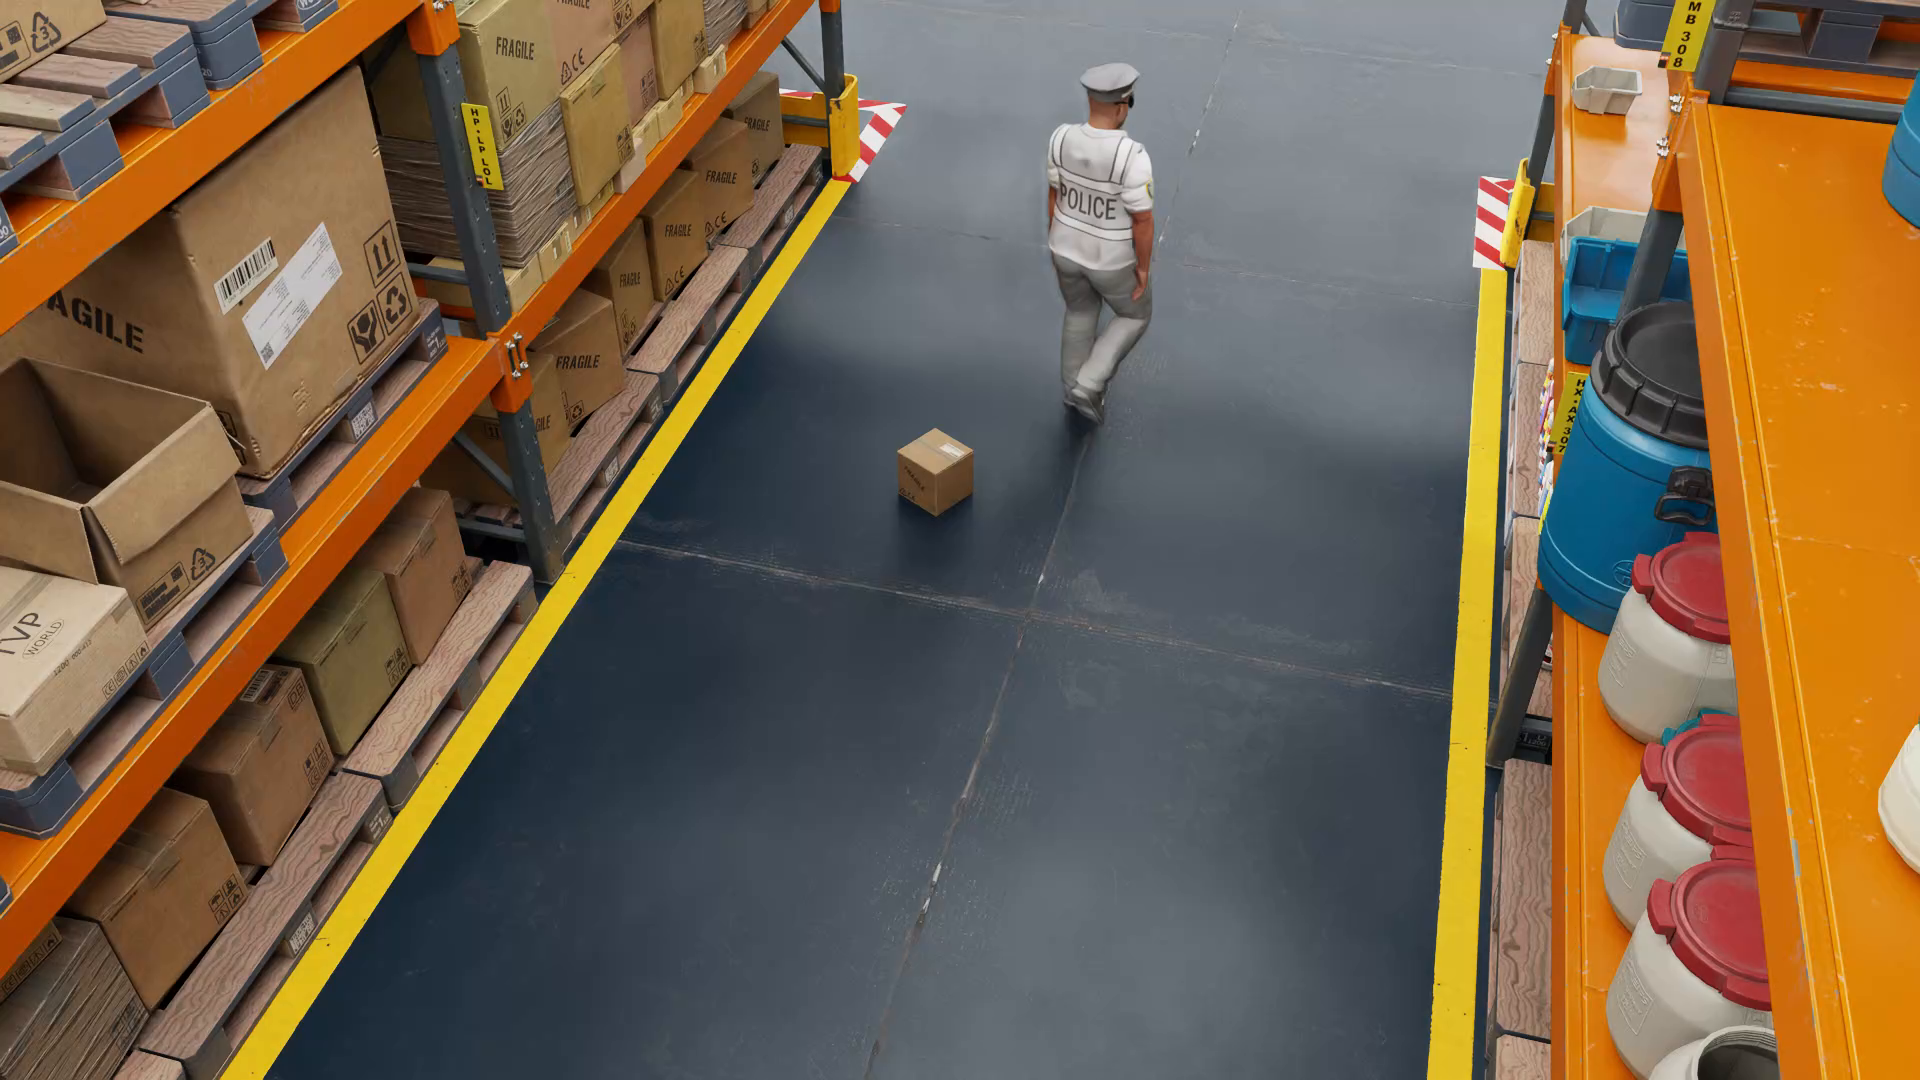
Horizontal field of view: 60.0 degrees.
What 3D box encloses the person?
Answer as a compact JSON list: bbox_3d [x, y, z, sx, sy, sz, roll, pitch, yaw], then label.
[{"bbox_3d":[0.630,-1.311,7.648,0.557,1.746,0.521,23,46,24],"label":"person"}]
